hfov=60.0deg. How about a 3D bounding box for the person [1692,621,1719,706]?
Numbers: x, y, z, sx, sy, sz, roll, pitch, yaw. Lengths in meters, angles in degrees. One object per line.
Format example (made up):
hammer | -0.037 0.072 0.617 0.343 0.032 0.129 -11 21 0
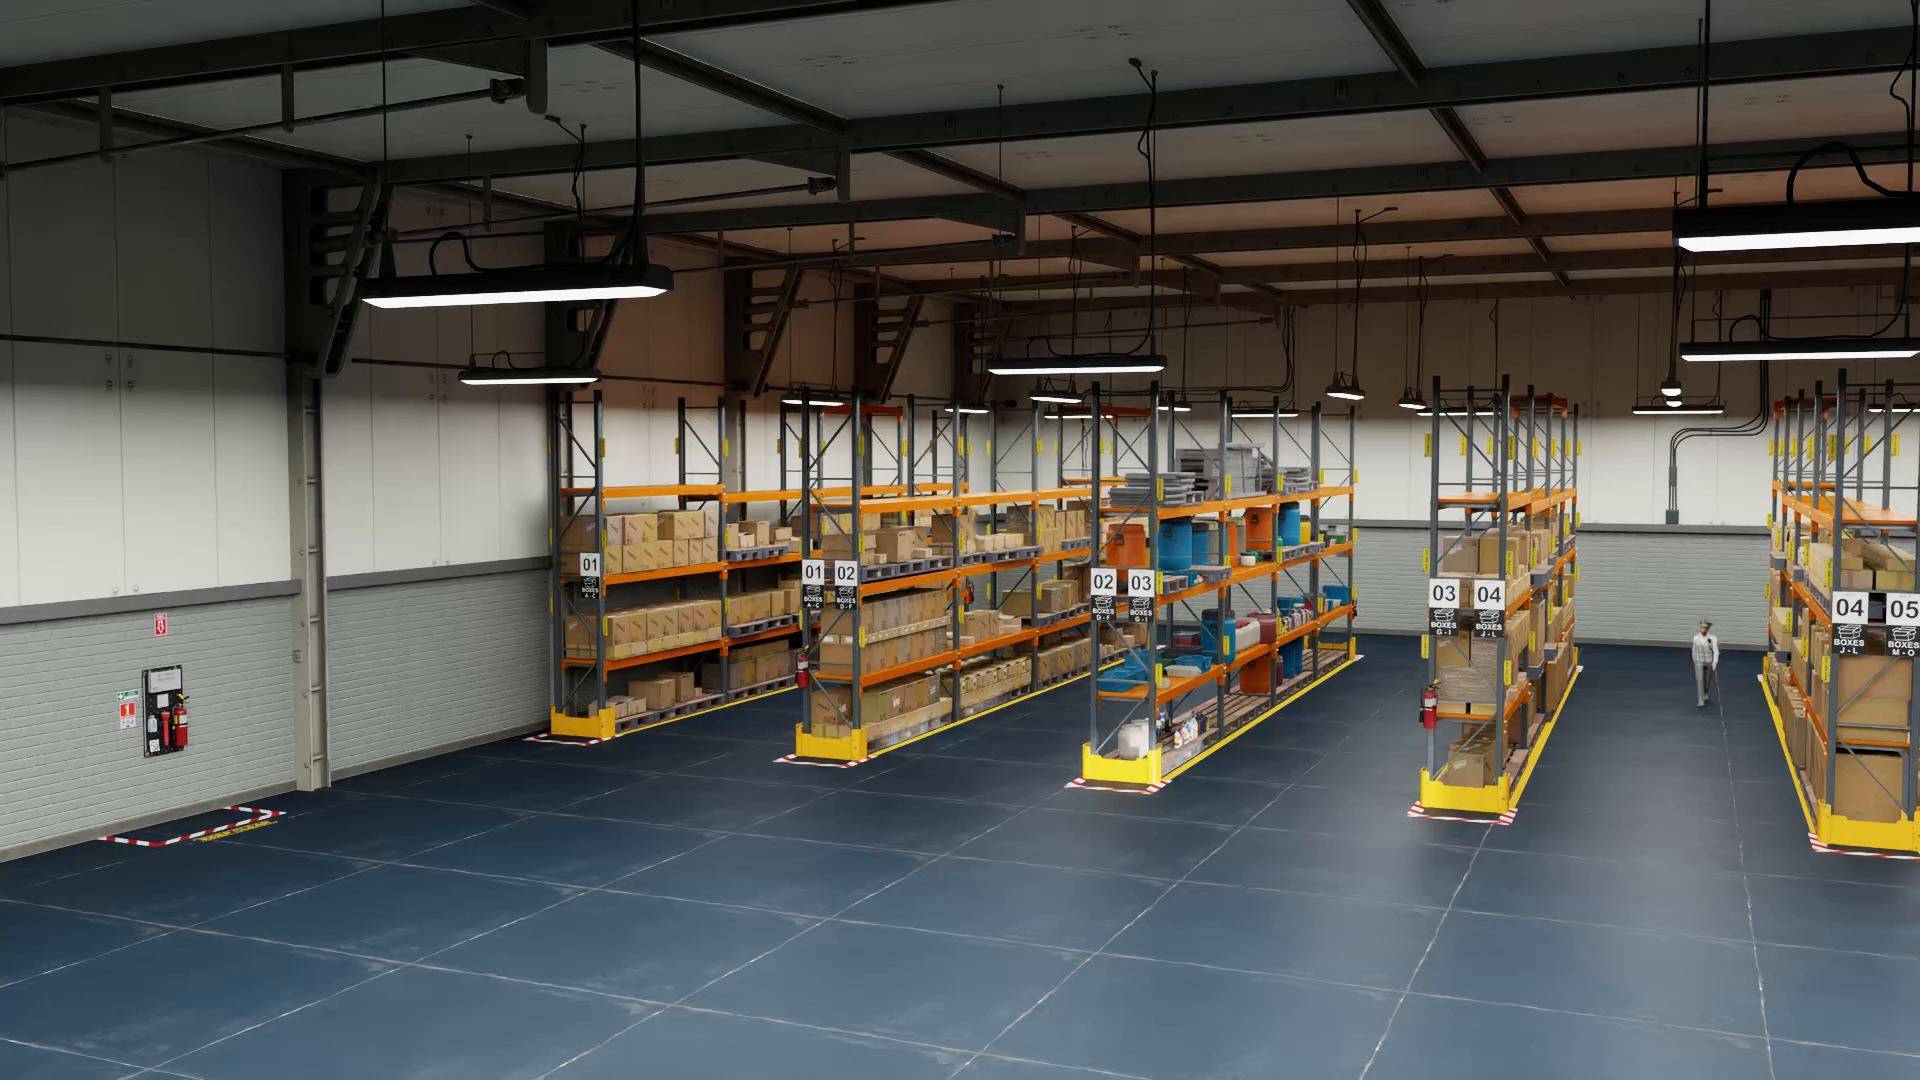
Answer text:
person | 14.550 2.375 32.441 0.464 1.621 1.034 1 3 20

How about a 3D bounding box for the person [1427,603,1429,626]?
person | 11.731 1.925 40.808 0.496 1.618 0.857 1 3 21
